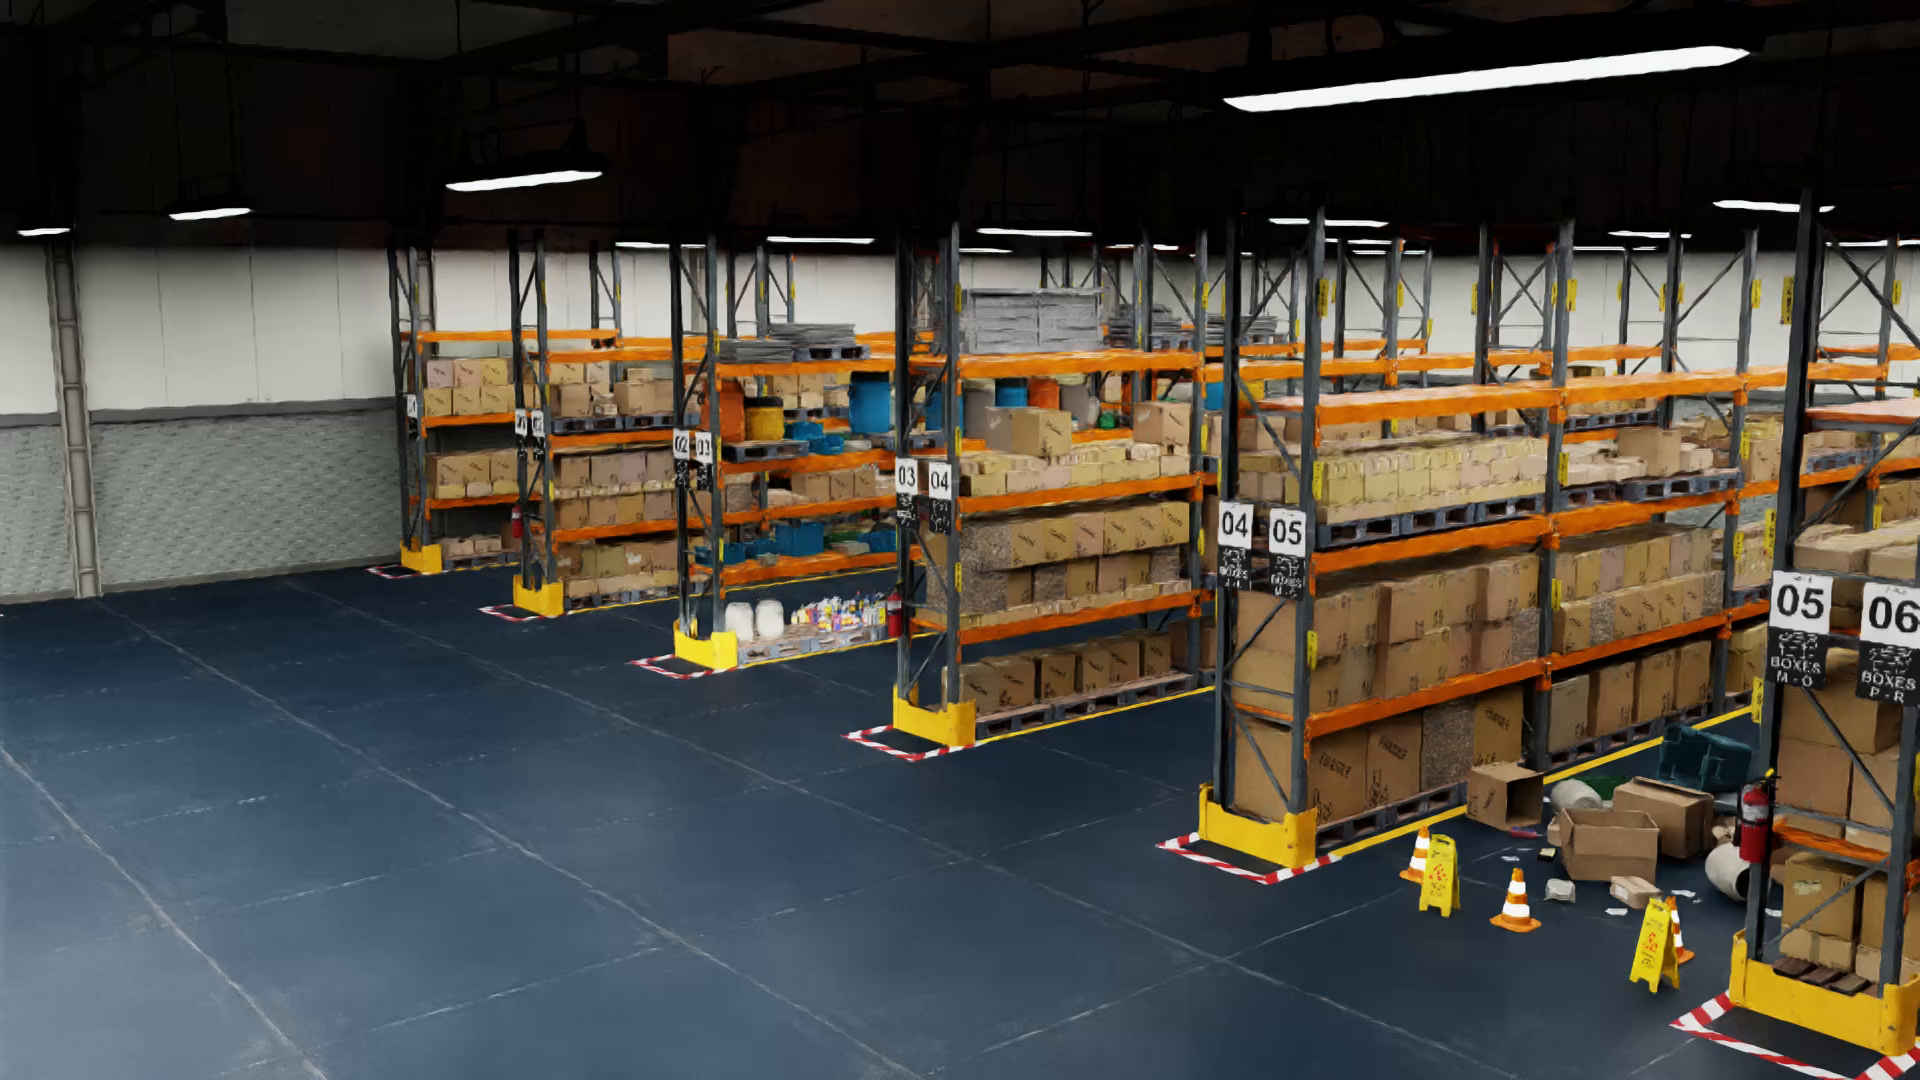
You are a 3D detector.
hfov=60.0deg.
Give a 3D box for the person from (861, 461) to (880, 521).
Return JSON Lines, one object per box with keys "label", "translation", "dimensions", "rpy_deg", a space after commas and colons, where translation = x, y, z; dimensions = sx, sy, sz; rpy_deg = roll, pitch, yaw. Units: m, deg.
{"label": "person", "translation": [-1.846, -1.058, 34.634], "dimensions": [0.358, 1.794, 0.625], "rpy_deg": [5, 10, 27]}
